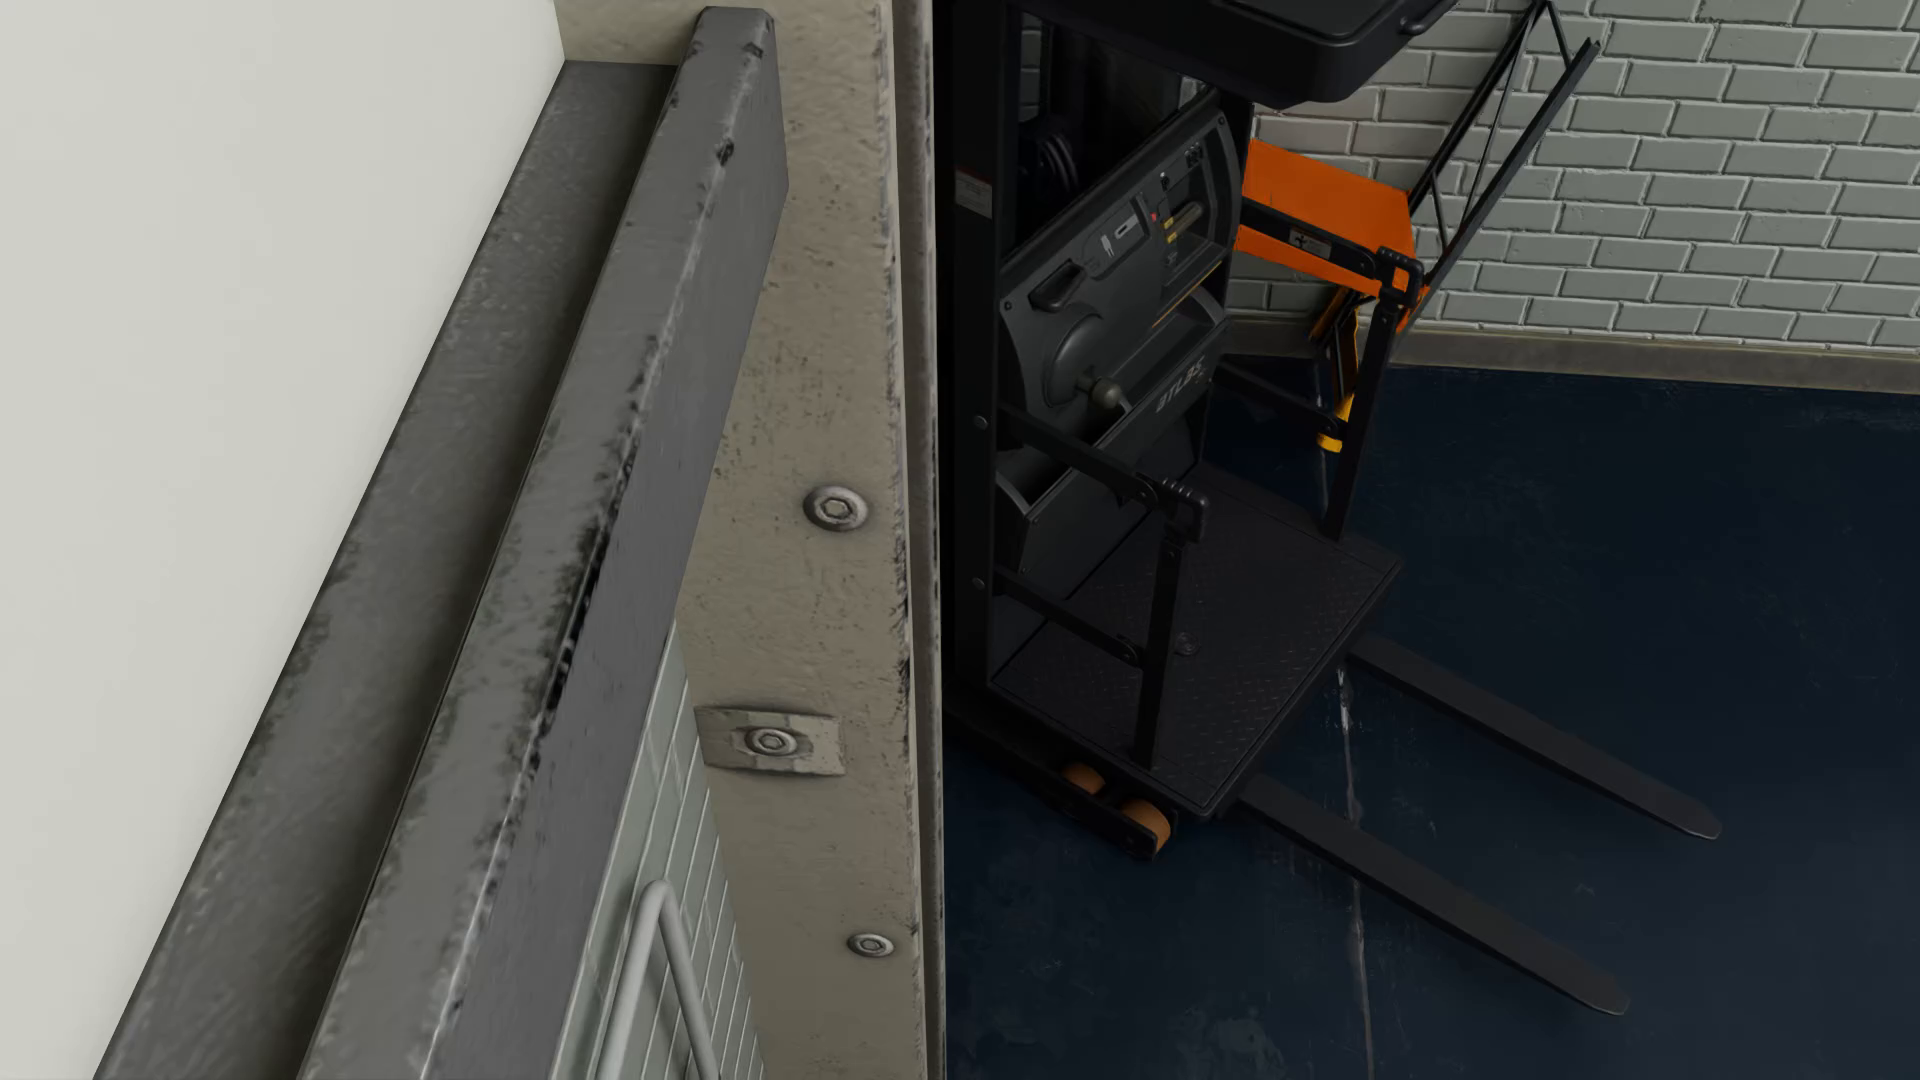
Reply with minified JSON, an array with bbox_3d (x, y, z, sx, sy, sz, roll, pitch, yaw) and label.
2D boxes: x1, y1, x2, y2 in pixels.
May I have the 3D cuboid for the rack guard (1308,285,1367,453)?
[{"bbox_3d":[1.253,-0.577,5.458,0.087,0.250,0.587,17,45,-9],"label":"rack guard"}]

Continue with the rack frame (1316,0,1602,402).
[{"bbox_3d":[1.447,-0.979,5.020,0.032,1.500,0.500,17,45,-9],"label":"rack frame"}]

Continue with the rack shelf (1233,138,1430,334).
[{"bbox_3d":[0.910,-1.007,5.066,1.000,0.185,0.538,17,45,-9],"label":"rack shelf"}]

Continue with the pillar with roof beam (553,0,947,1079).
[{"bbox_3d":[4.084,-1.279,0.322,9.100,9.000,0.400,4,48,4],"label":"pillar with roof beam"}]

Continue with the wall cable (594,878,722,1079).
[{"bbox_3d":[-0.413,1.151,1.476,0.084,1.984,1.851,4,48,4],"label":"wall cable"}]

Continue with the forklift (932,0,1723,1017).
[{"bbox_3d":[0.559,-0.587,3.801,3.031,2.935,1.130,29,54,24],"label":"forklift"}]

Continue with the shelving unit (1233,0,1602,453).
[{"bbox_3d":[0.974,-1.120,4.941,1.083,1.500,0.587,17,45,-9],"label":"shelving unit"}]
